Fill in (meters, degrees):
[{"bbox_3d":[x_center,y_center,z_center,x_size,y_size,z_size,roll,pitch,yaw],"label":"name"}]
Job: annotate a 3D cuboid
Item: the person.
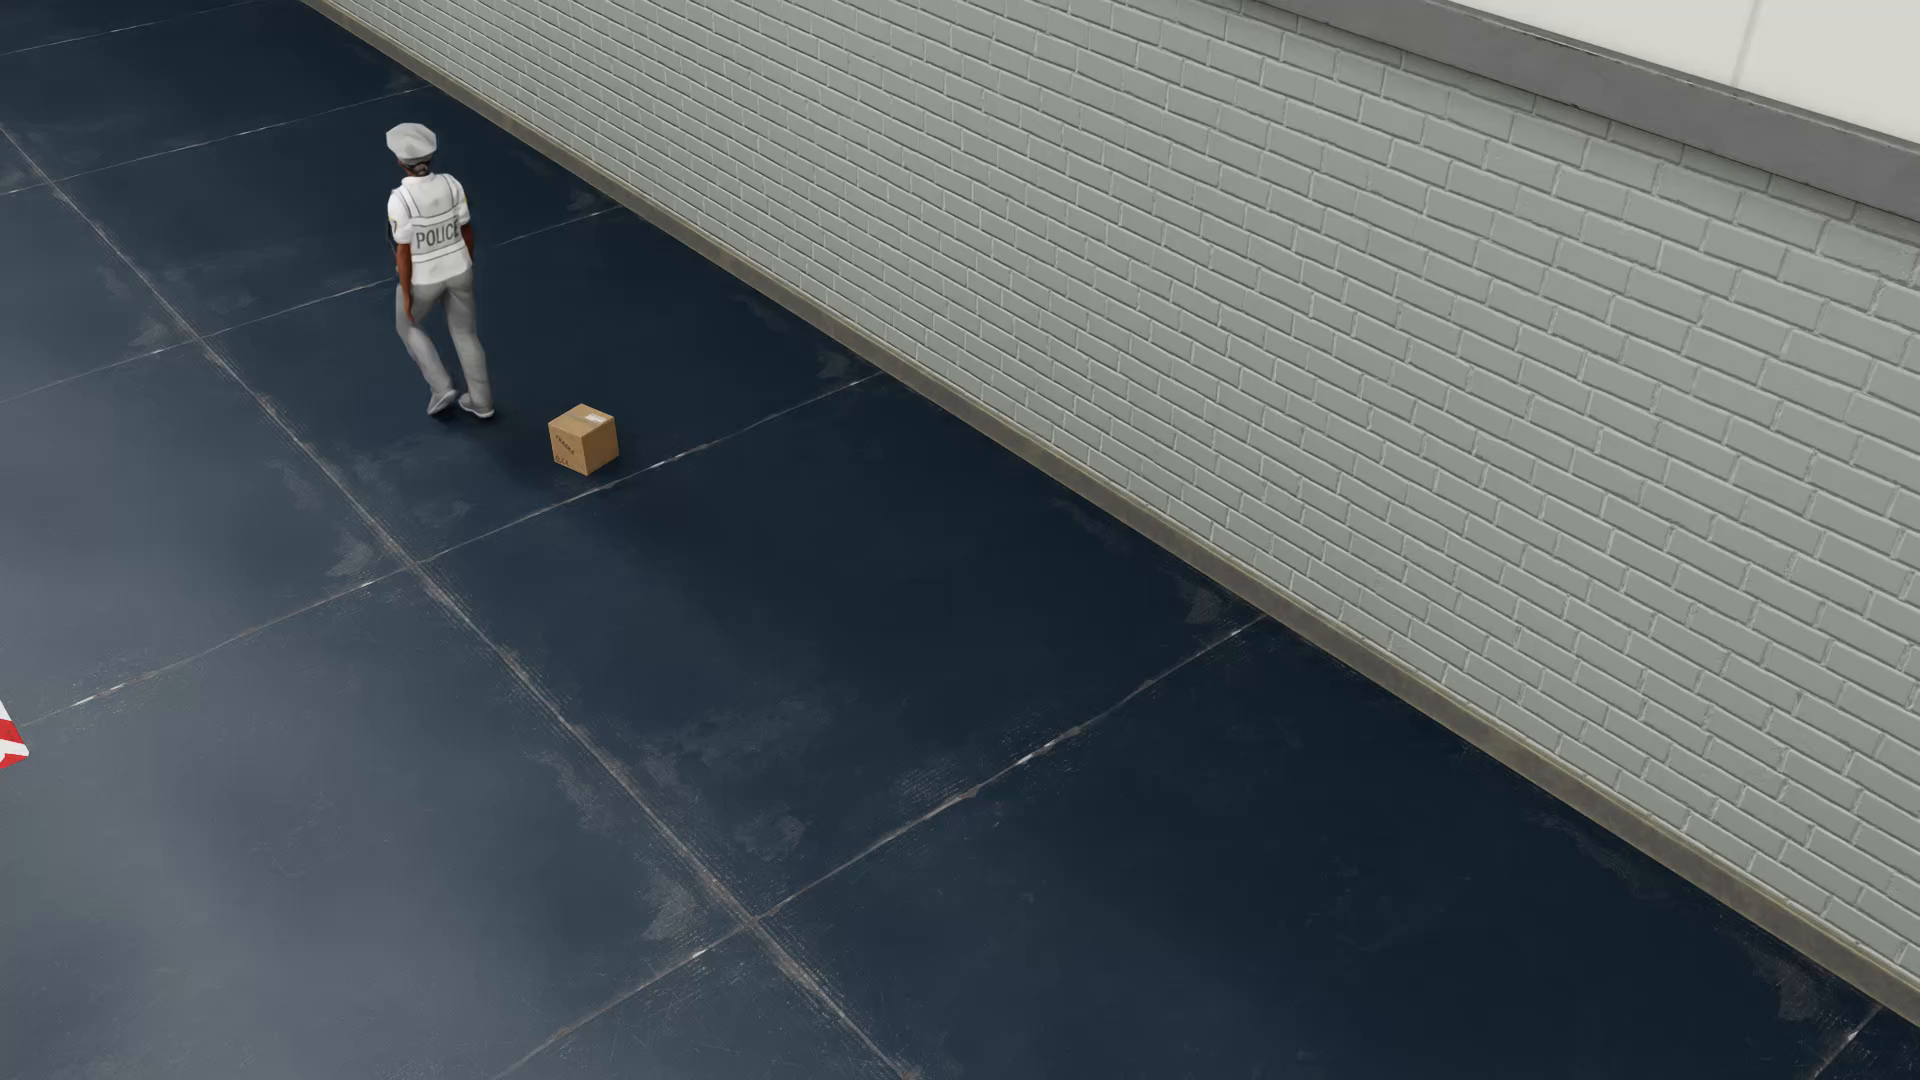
[{"bbox_3d":[-2.839,-1.413,8.999,0.484,1.737,0.489,-27,44,-32],"label":"person"}]
